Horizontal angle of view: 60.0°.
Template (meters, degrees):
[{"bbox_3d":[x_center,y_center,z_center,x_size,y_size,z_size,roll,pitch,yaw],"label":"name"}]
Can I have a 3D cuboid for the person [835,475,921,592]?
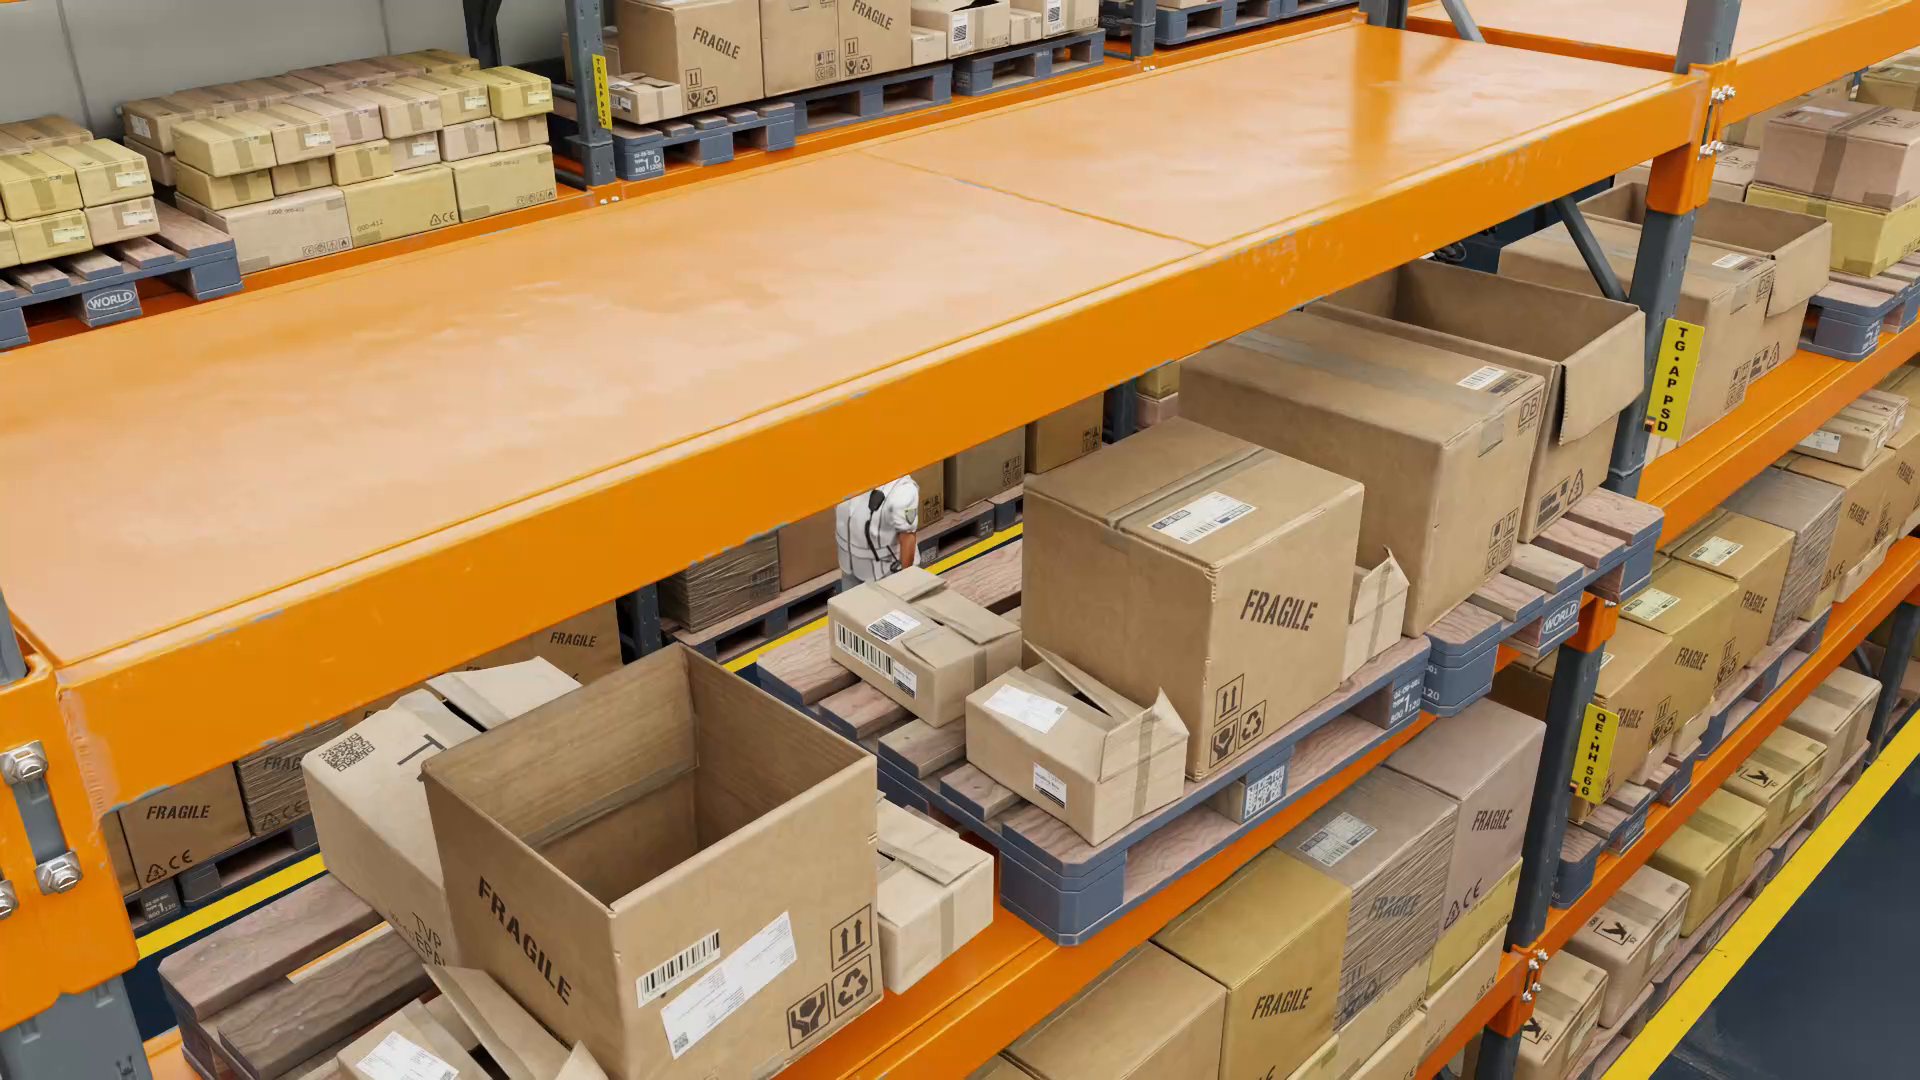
[{"bbox_3d":[-0.422,0.172,8.585,0.477,1.682,0.401,25,37,39],"label":"person"}]
